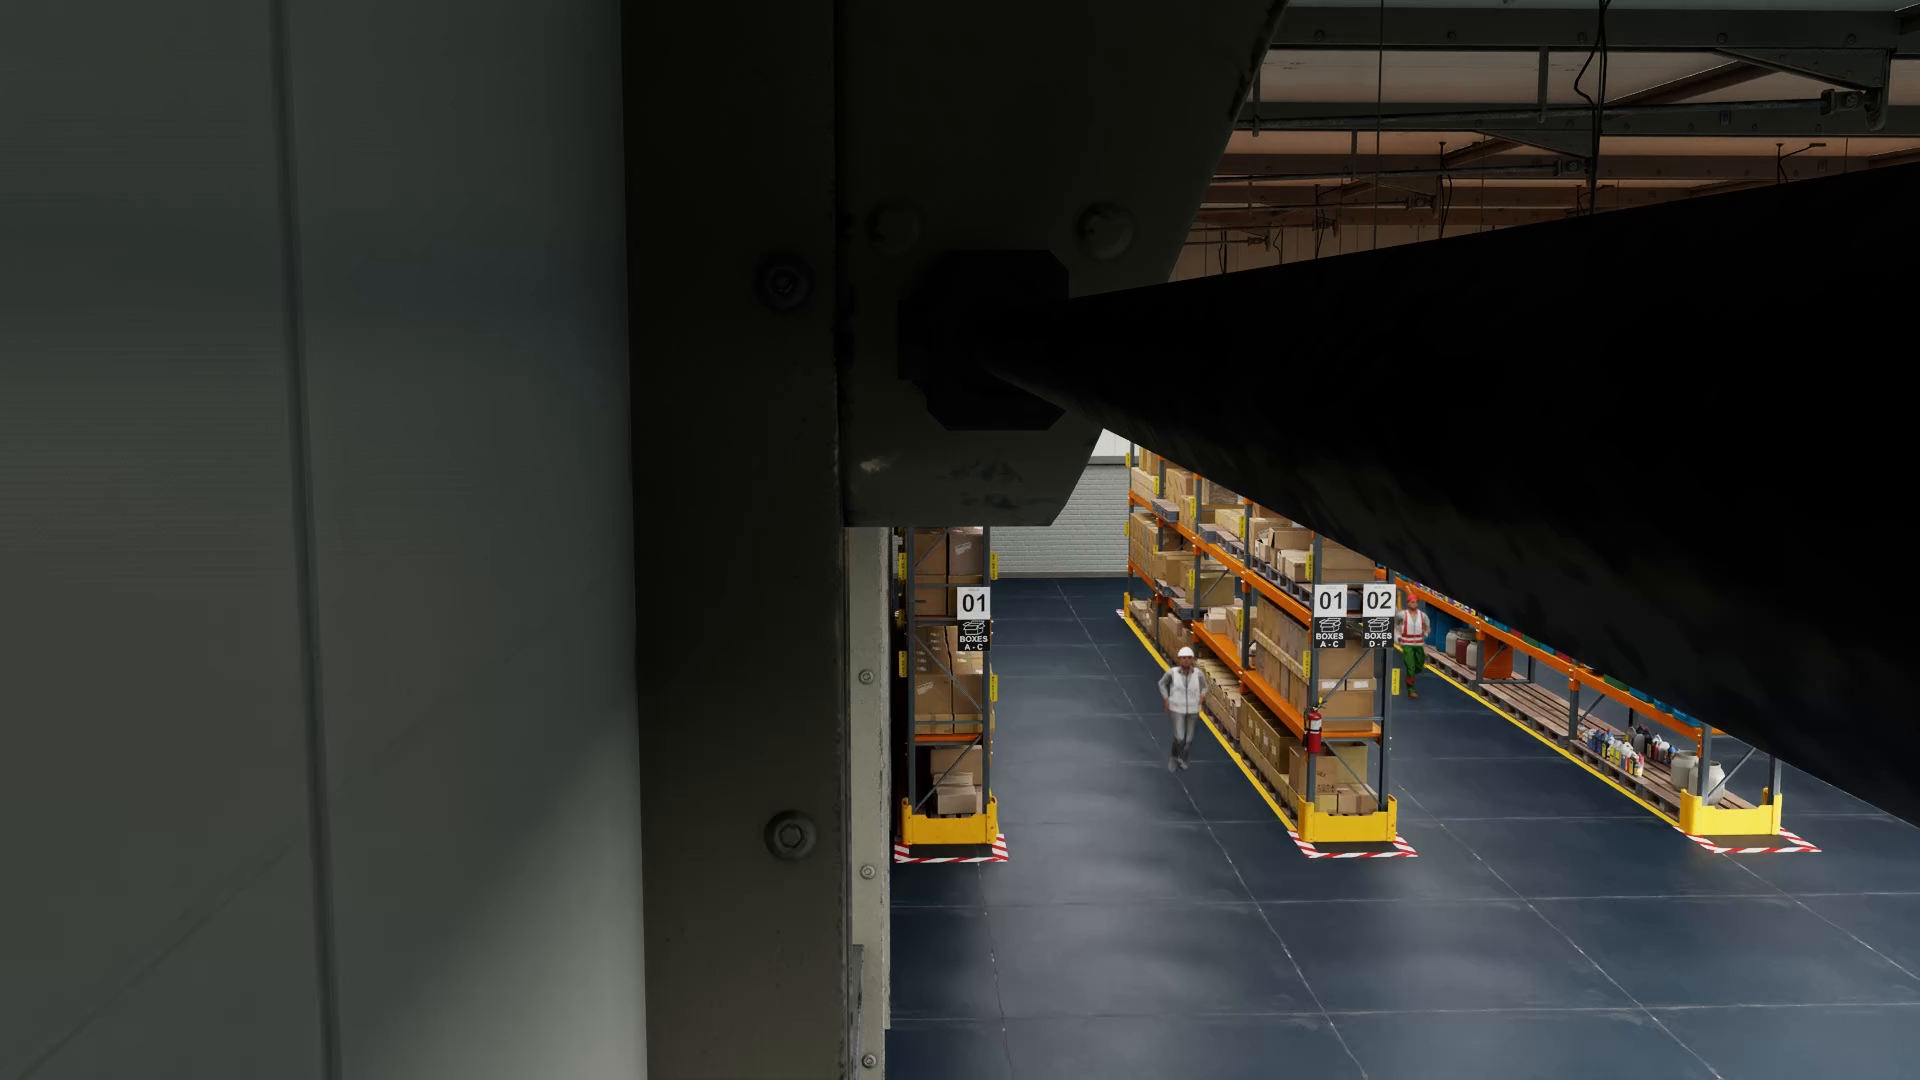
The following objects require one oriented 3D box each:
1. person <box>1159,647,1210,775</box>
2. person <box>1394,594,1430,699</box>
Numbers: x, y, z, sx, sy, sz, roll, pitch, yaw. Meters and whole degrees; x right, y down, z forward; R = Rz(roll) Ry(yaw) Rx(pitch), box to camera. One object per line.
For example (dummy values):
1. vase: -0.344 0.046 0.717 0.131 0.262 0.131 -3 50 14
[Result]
1. person: 3.060 2.322 22.556 0.661 1.759 0.677 -1 7 -5
2. person: 7.756 1.805 28.593 0.668 1.758 0.850 0 7 -2
